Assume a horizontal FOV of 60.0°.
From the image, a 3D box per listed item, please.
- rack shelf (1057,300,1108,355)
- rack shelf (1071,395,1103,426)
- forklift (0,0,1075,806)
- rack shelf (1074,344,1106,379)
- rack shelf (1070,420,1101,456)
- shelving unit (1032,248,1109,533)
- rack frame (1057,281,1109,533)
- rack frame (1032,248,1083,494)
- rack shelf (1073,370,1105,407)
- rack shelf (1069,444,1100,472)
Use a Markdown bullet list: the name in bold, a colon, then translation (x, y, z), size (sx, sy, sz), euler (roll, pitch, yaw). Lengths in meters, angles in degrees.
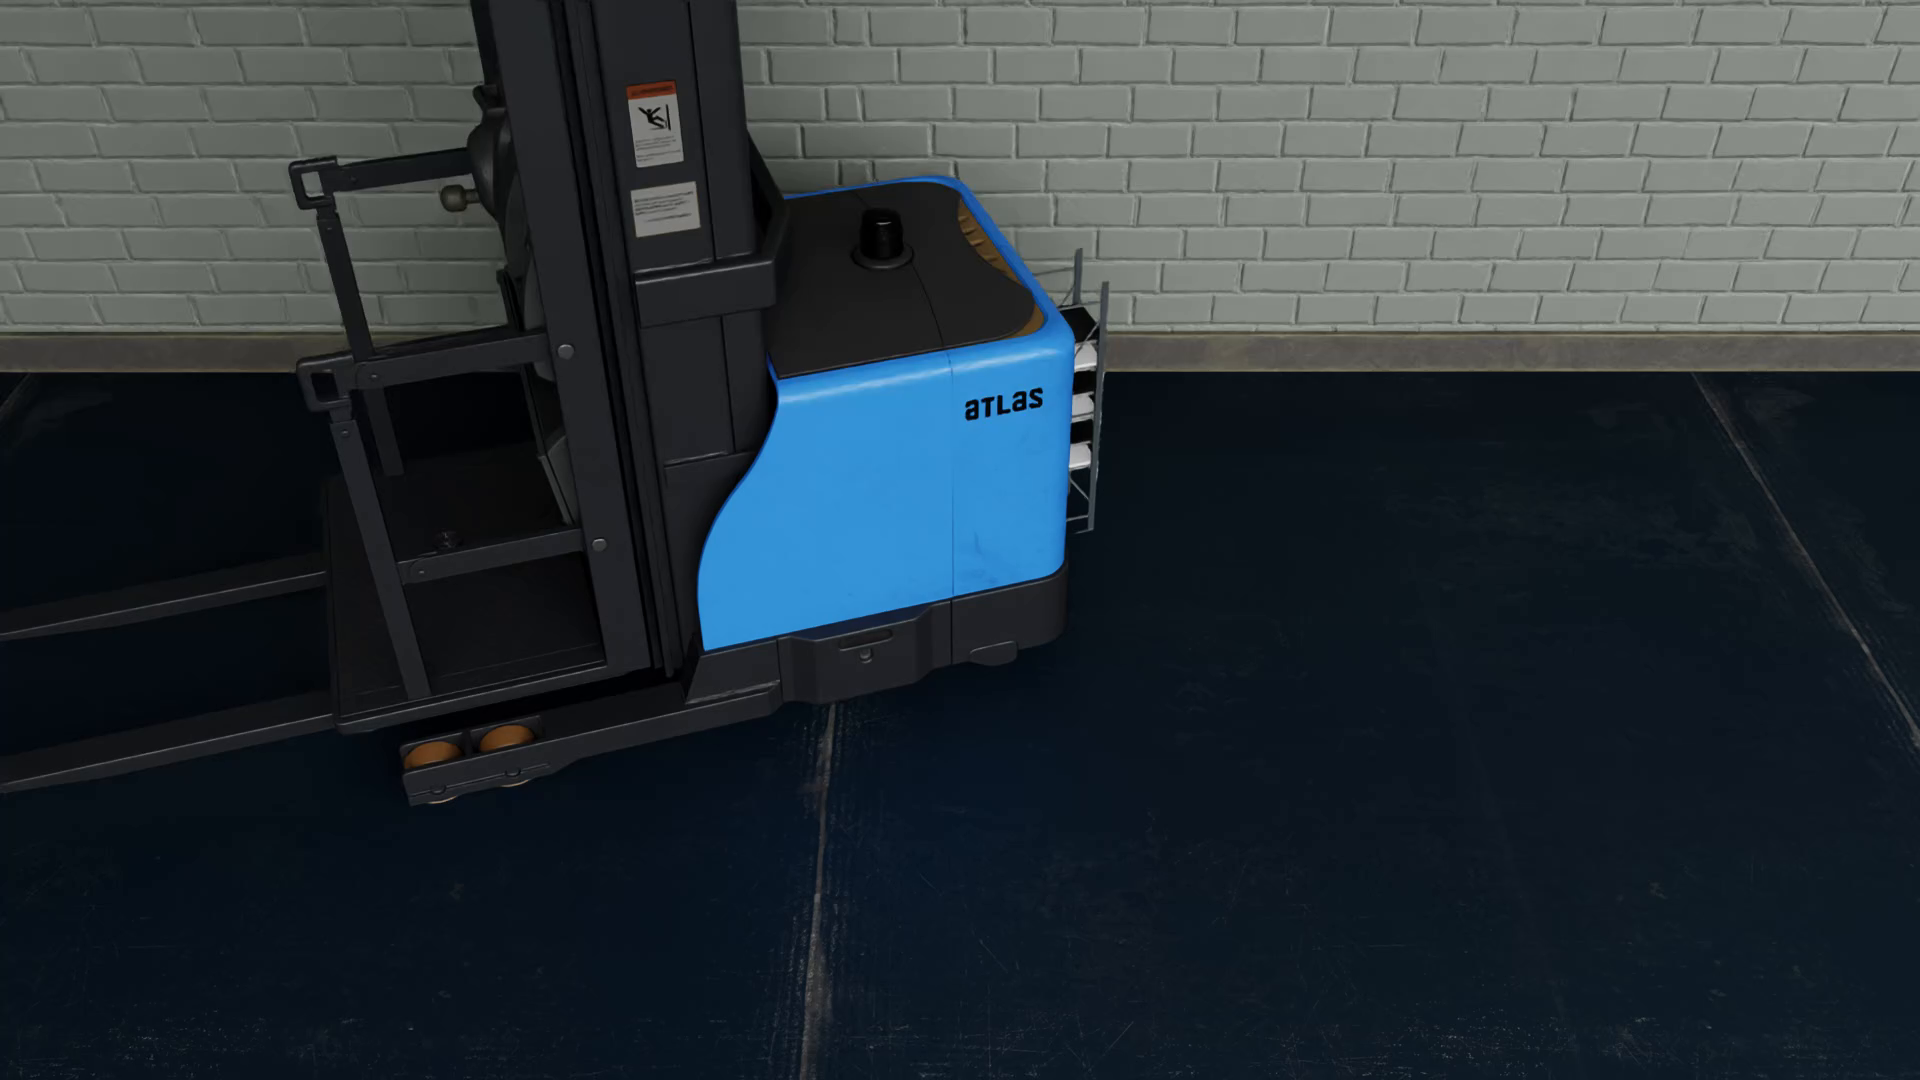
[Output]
- **rack shelf**: translation (0.278, -0.605, 4.907), size (0.258, 0.077, 0.200), euler (-12, 40, -14)
- **rack shelf**: translation (0.278, -0.395, 5.076), size (0.258, 0.077, 0.200), euler (-12, 40, -14)
- **forklift**: translation (-1.266, -0.821, 3.931), size (3.031, 2.935, 1.130), euler (-12, 40, -14)
- **rack shelf**: translation (0.278, -0.535, 4.964), size (0.258, 0.077, 0.200), euler (-12, 40, -14)
- **rack shelf**: translation (0.278, -0.324, 5.132), size (0.258, 0.077, 0.200), euler (-12, 40, -14)
- **shelving unit**: translation (0.278, -0.421, 5.055), size (0.258, 0.900, 0.210), euler (-12, 40, -14)
- **rack frame**: translation (0.310, -0.360, 4.980), size (0.240, 0.900, 0.006), euler (-12, 40, -14)
- **rack frame**: translation (0.246, -0.481, 5.131), size (0.240, 0.900, 0.006), euler (-12, 40, -14)
- **rack shelf**: translation (0.278, -0.465, 5.020), size (0.258, 0.077, 0.200), euler (-12, 40, -14)
- **rack shelf**: translation (0.278, -0.254, 5.189), size (0.258, 0.077, 0.200), euler (-12, 40, -14)
